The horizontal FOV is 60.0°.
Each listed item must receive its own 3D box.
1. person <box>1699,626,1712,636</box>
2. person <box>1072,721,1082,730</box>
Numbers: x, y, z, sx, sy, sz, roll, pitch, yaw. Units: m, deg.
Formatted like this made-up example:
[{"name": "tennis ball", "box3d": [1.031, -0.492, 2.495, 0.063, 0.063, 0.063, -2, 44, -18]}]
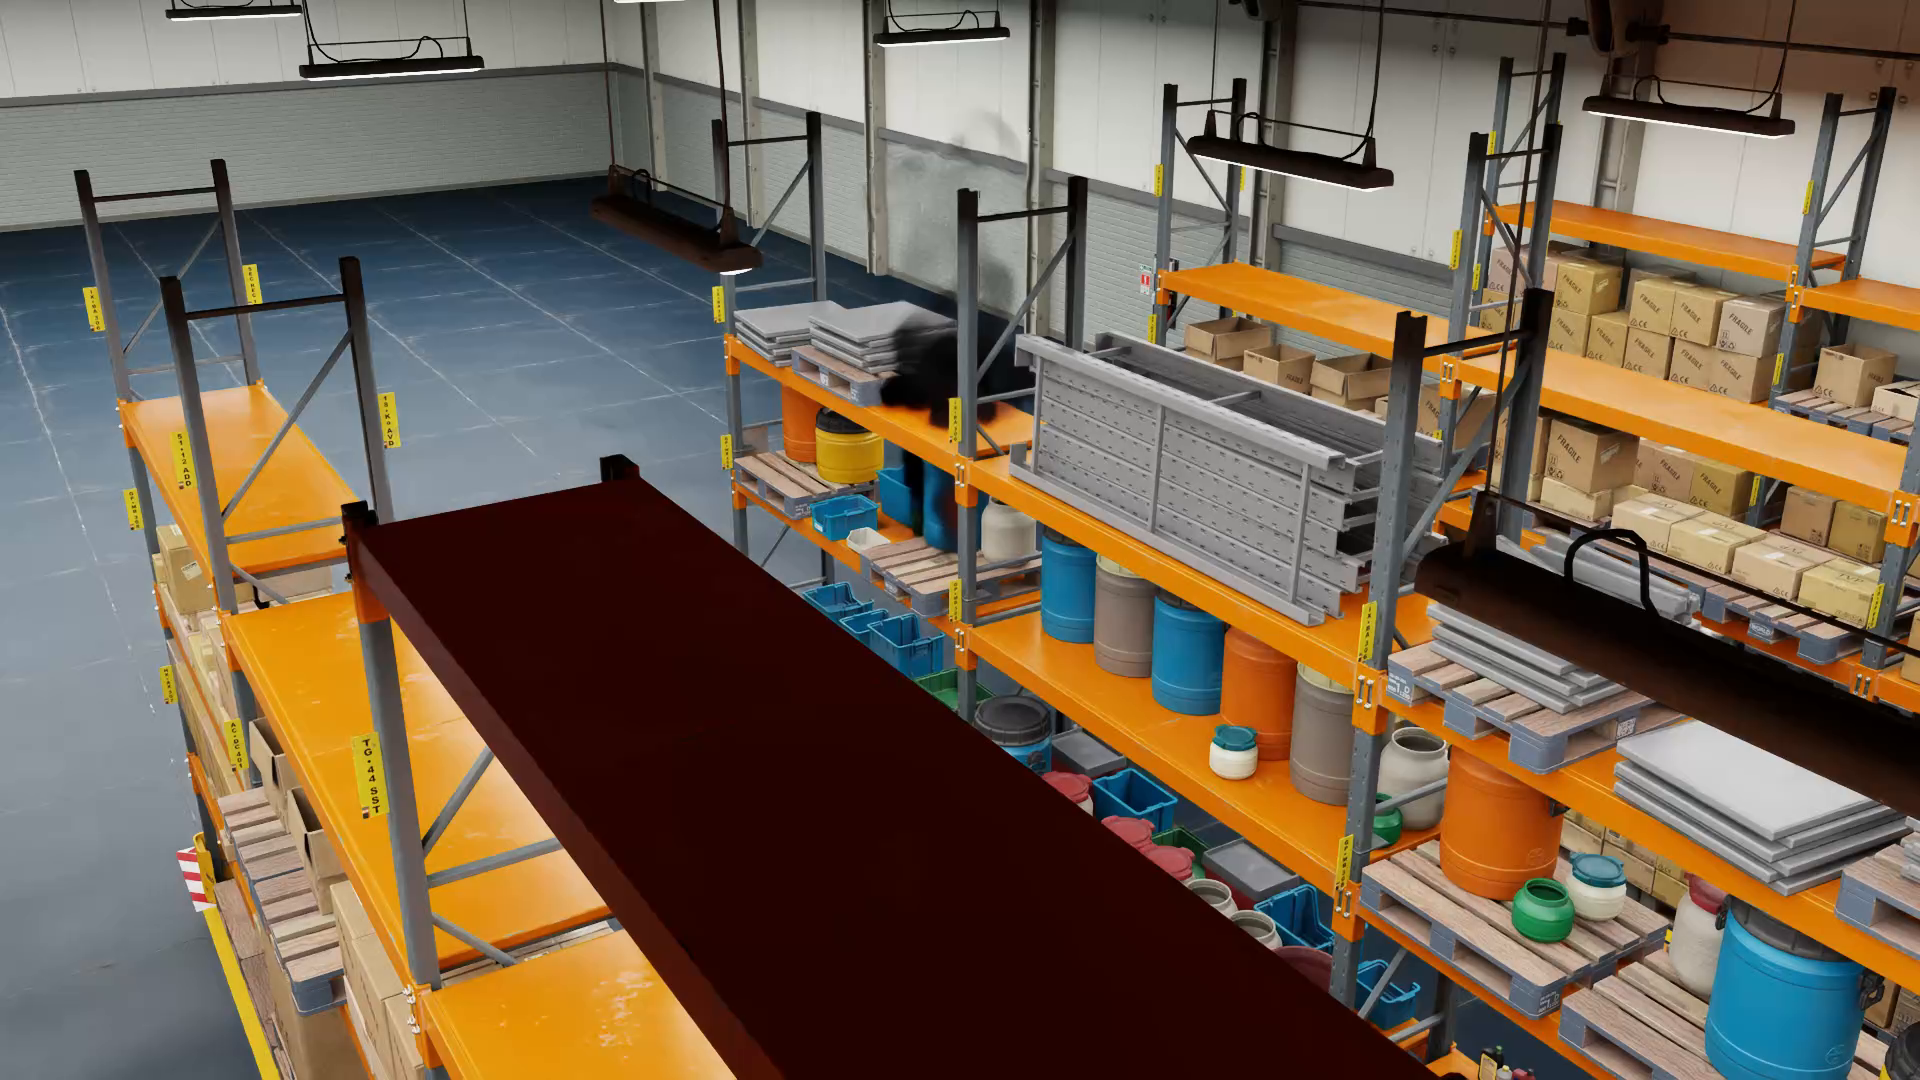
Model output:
[{"name": "person", "box3d": [6.705, 1.371, 15.611, 0.674, 1.761, 0.643, -14, 26, -31]}, {"name": "person", "box3d": [1.167, 1.663, 14.867, 0.648, 1.759, 0.640, -14, 26, -31]}]
